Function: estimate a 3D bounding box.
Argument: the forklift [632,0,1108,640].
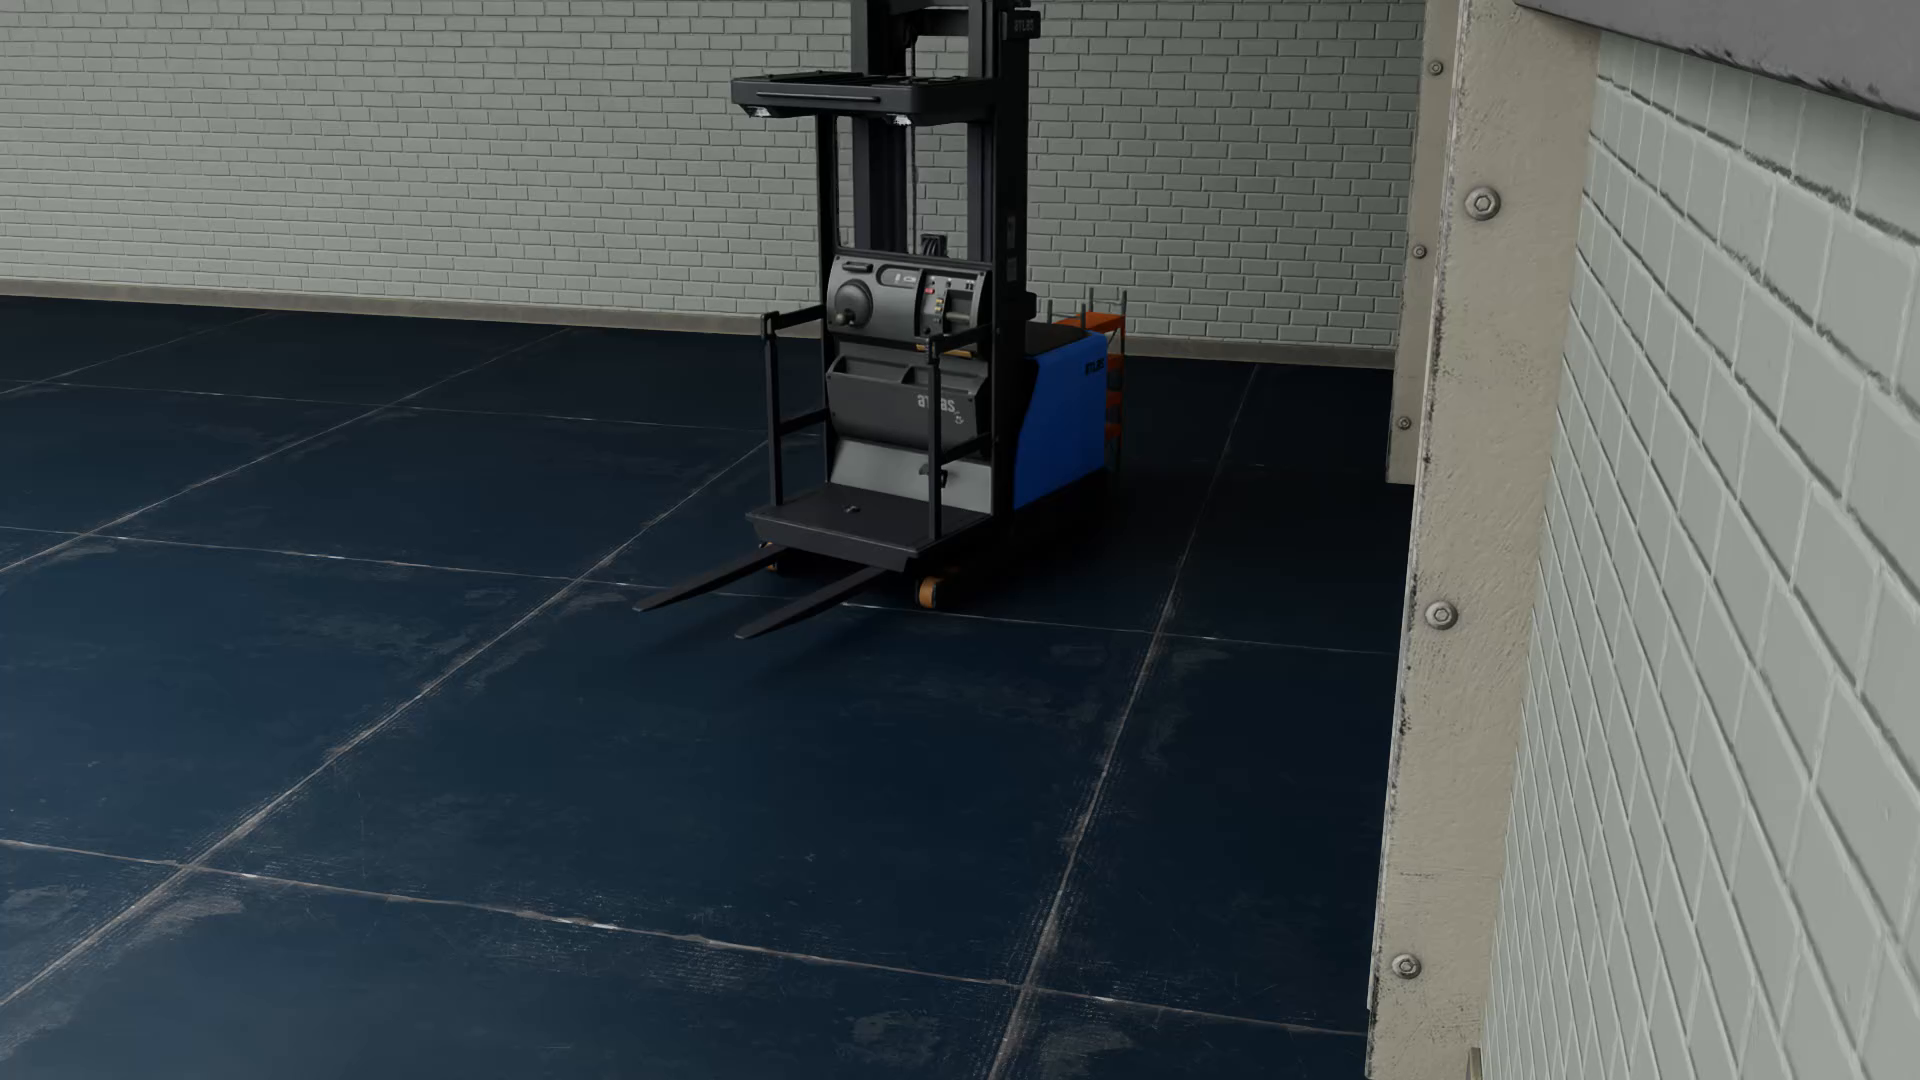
[{"bbox_3d":[-0.390,-1.215,8.211,1.130,2.935,3.031,12,22,31],"label":"forklift"}]

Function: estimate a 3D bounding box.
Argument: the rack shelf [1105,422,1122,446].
[{"bbox_3d":[0.737,-0.594,9.892,0.258,0.148,0.480,12,22,31],"label":"rack shelf"}]

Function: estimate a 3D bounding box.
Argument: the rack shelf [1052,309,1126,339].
[{"bbox_3d":[0.738,-1.218,9.680,0.258,0.148,0.480,12,22,31],"label":"rack shelf"}]

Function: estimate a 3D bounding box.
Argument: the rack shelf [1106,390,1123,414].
[{"bbox_3d":[0.738,-0.782,9.828,0.258,0.148,0.480,12,22,31],"label":"rack shelf"}]

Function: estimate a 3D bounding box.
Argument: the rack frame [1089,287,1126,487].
[{"bbox_3d":[0.871,-0.912,10.000,0.240,1.200,0.015,12,22,31],"label":"rack frame"}]

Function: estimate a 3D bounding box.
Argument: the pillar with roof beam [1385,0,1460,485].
[{"bbox_3d":[-1.361,-5.003,9.911,9.100,9.000,0.400,5,19,13],"label":"pillar with roof beam"}]

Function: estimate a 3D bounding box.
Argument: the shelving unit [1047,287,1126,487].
[{"bbox_3d":[0.738,-0.846,9.806,0.258,1.200,0.503,12,22,31],"label":"shelving unit"}]

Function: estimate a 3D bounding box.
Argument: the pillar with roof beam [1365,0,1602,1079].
[{"bbox_3d":[-2.827,-3.122,4.406,9.100,9.000,0.400,5,19,13],"label":"pillar with roof beam"}]

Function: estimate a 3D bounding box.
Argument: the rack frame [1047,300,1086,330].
[{"bbox_3d":[0.604,-0.781,9.613,0.240,1.200,0.015,12,22,31],"label":"rack frame"}]

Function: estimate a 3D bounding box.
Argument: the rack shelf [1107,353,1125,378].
[{"bbox_3d":[0.738,-0.994,9.756,0.258,0.148,0.480,12,22,31],"label":"rack shelf"}]
